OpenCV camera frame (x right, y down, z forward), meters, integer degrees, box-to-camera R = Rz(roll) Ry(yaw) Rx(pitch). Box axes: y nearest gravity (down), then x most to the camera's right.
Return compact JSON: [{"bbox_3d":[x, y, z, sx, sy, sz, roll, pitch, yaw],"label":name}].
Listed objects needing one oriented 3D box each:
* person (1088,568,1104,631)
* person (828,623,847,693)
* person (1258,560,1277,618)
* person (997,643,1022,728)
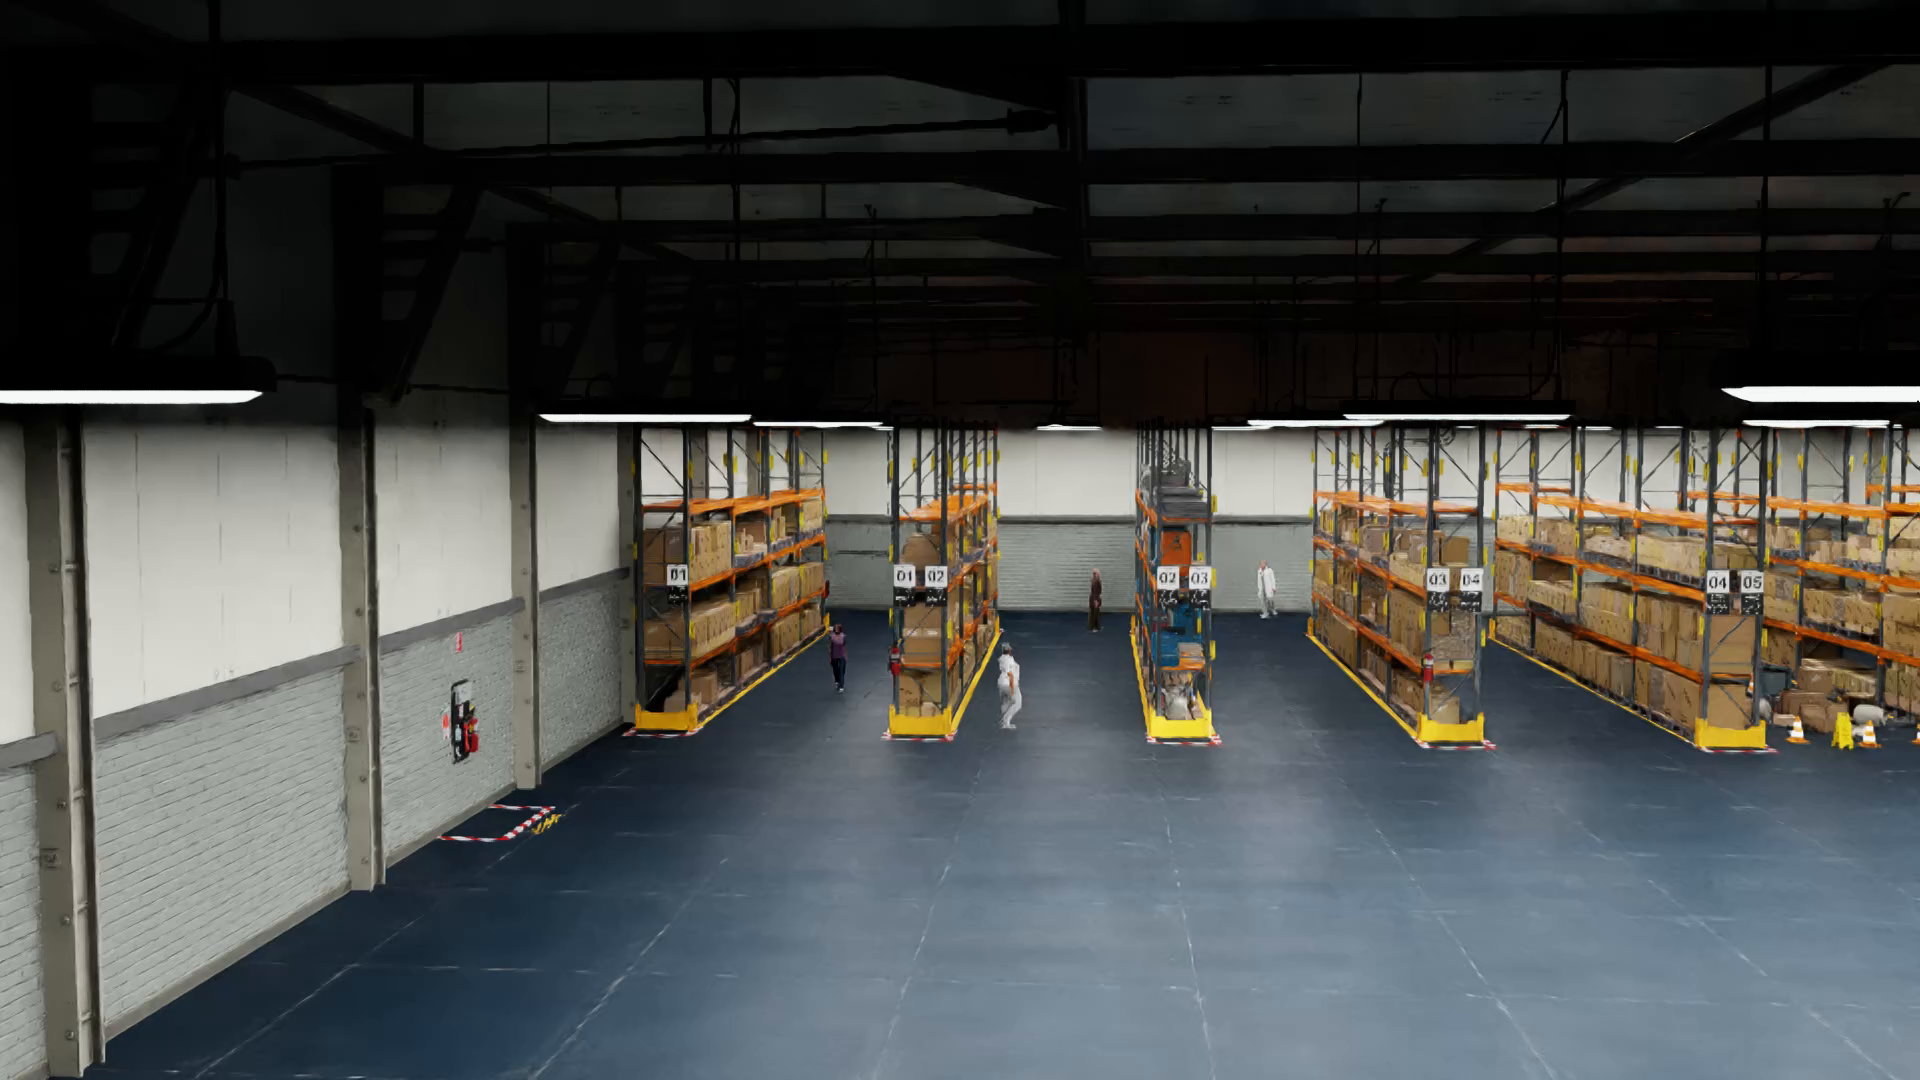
[{"bbox_3d":[3.898,1.703,47.669,0.437,1.786,0.633,1,4,11],"label":"person"},{"bbox_3d":[-2.694,2.561,36.537,0.419,1.514,1.038,0,4,2],"label":"person"},{"bbox_3d":[9.473,1.499,51.252,0.622,1.770,0.606,3,5,40],"label":"person"},{"bbox_3d":[0.916,2.808,31.944,0.441,1.659,0.538,-2,4,-23],"label":"person"}]
